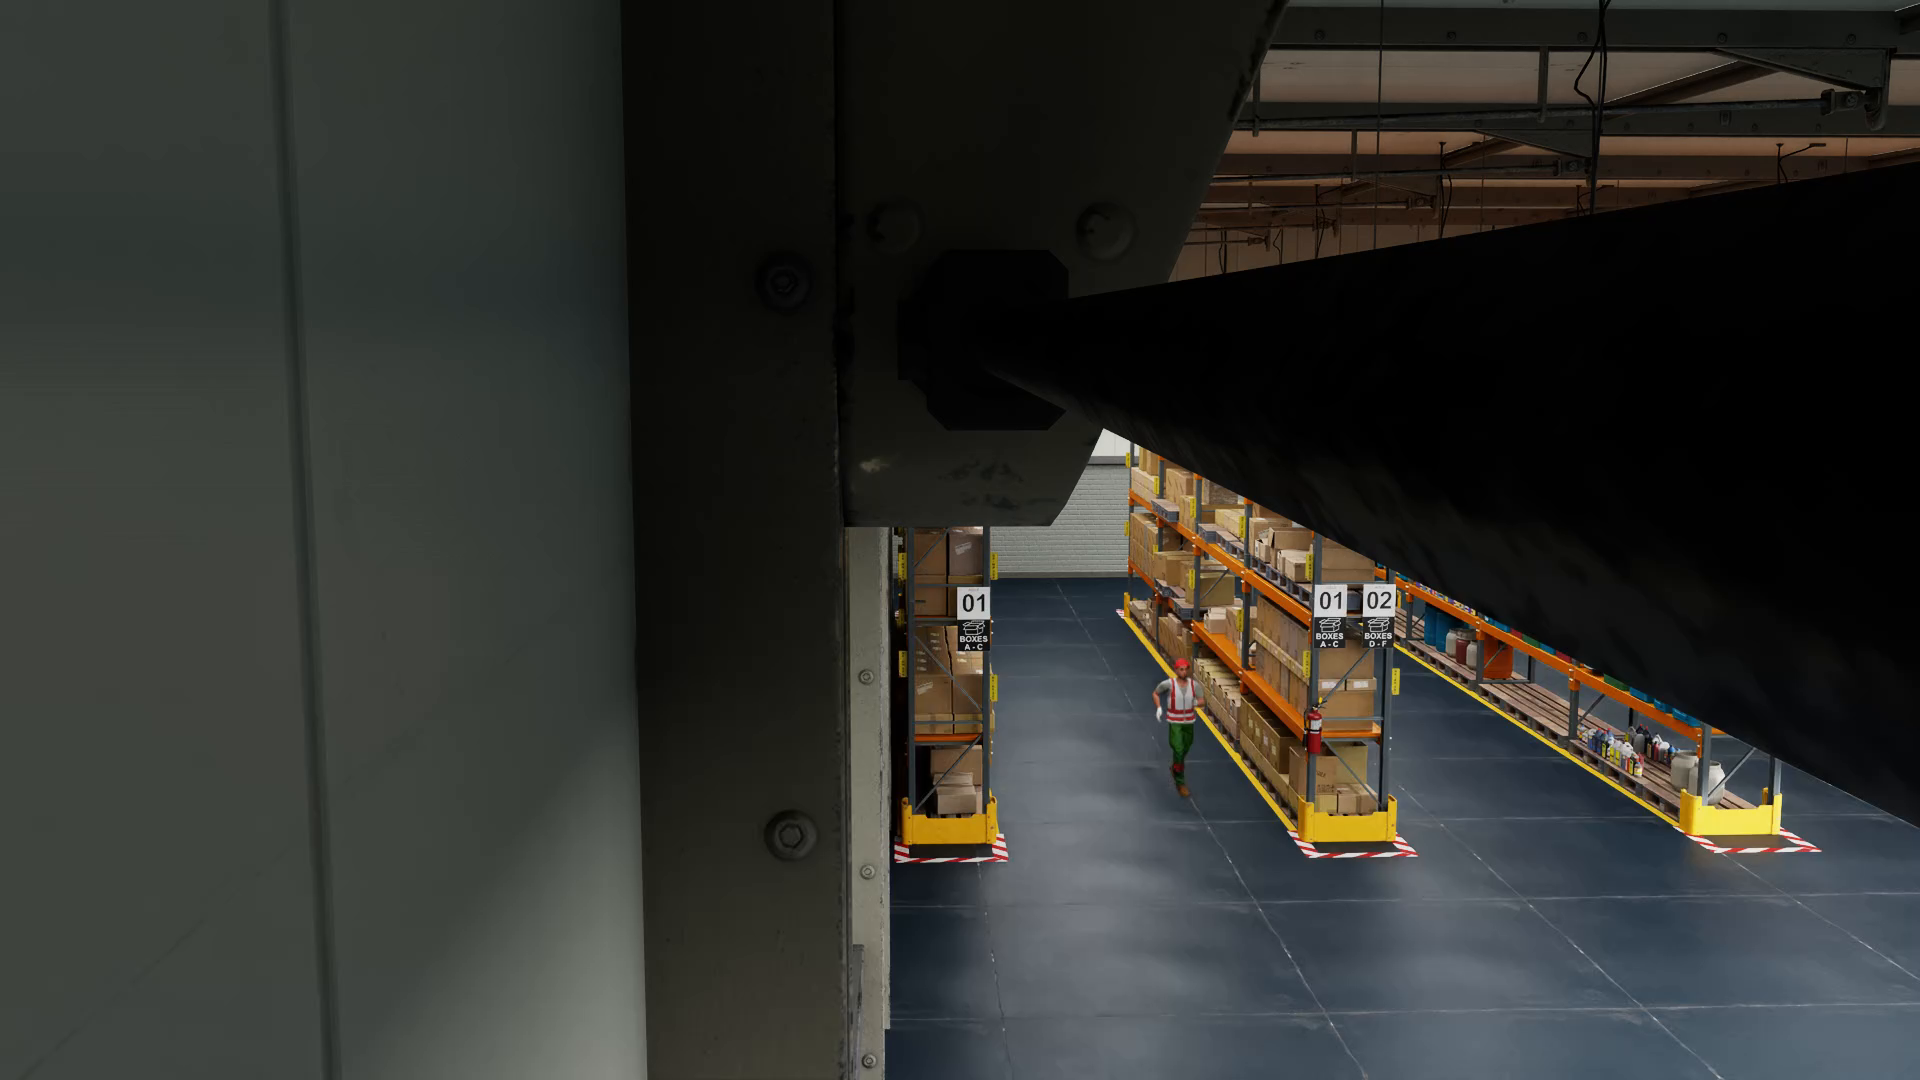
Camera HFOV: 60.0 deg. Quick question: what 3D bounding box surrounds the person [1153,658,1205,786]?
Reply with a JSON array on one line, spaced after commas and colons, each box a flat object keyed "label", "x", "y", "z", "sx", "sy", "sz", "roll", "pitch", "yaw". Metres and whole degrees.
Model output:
[{"label": "person", "x": 8.711, "y": -0.188, "z": 27.343, "sx": 14.118, "sy": 5.778, "sz": 7.456, "roll": -2, "pitch": 8, "yaw": -14}]
